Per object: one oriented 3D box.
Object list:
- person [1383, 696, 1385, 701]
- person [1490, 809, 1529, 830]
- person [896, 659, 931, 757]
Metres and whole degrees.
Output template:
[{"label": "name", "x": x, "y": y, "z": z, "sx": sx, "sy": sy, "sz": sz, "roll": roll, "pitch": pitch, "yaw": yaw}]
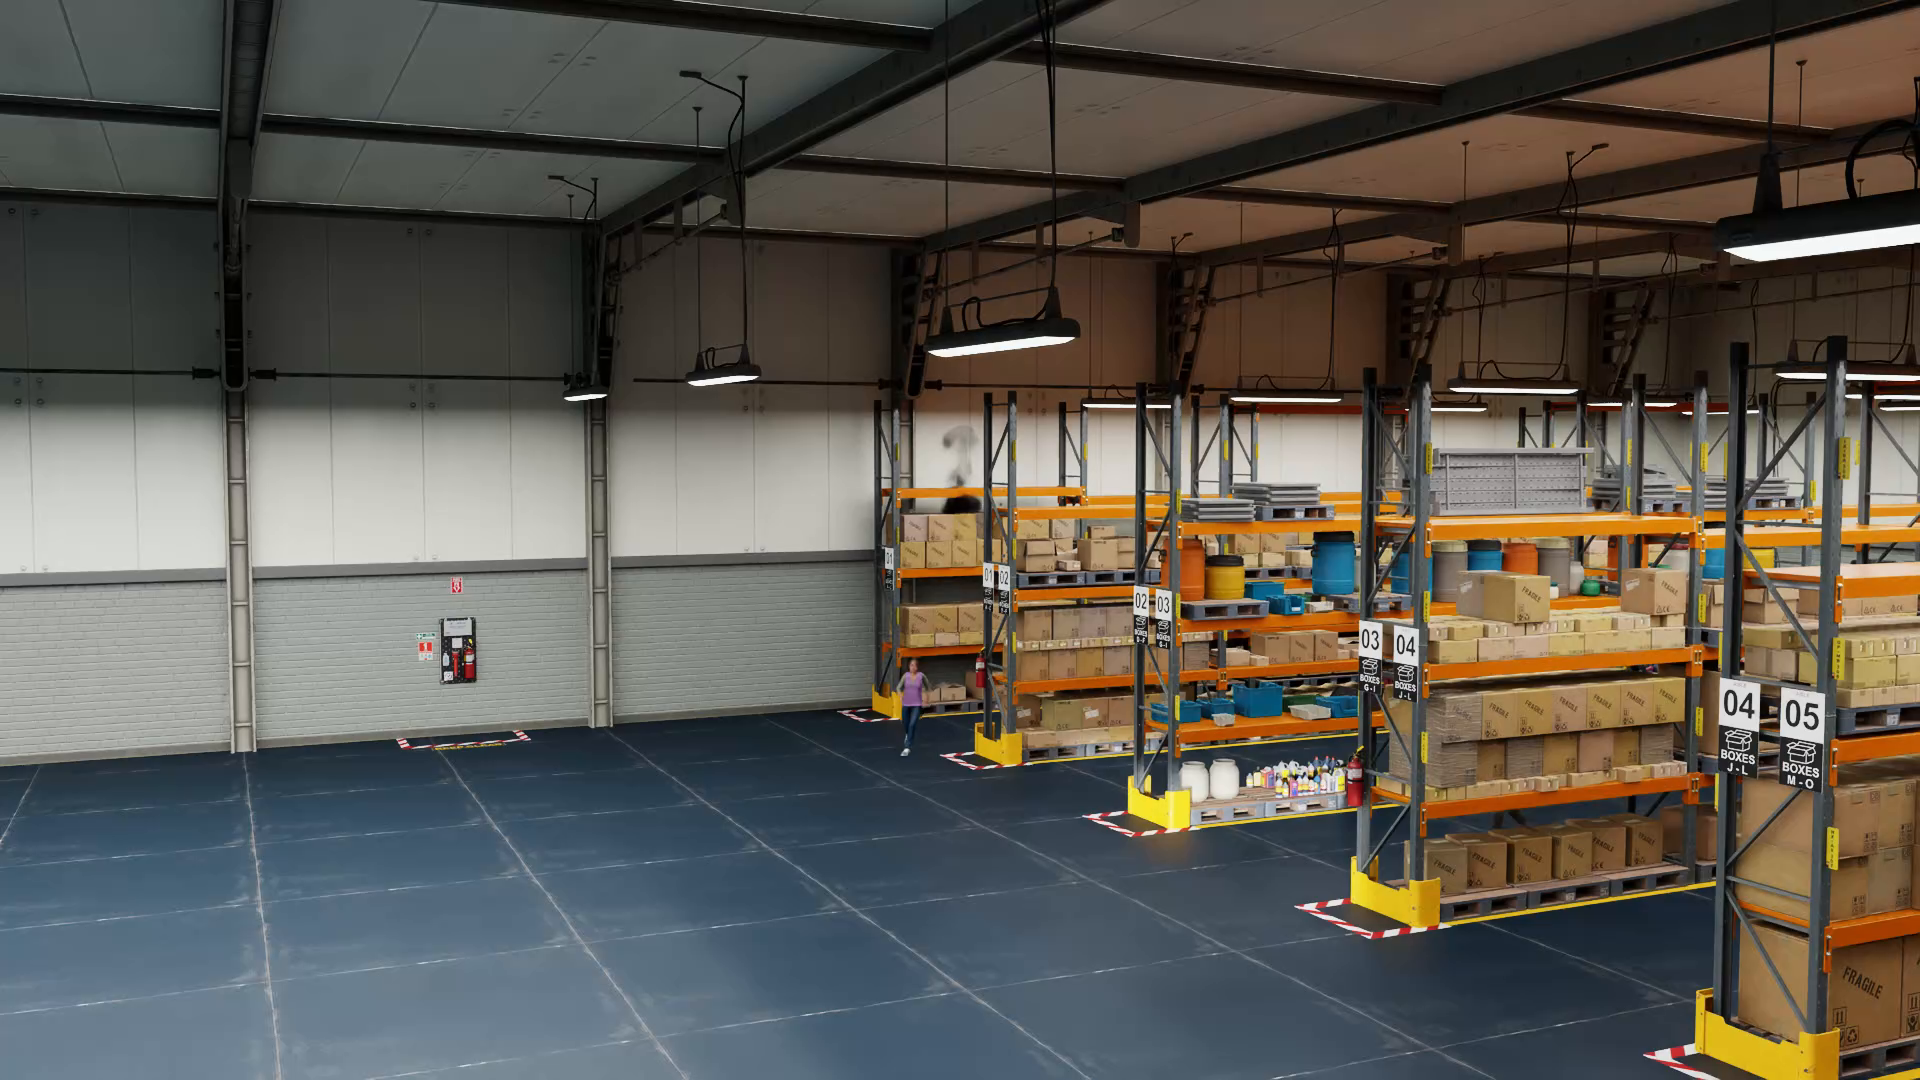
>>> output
[{"label": "person", "x": 7.022, "y": 2.743, "z": 26.527, "sx": 0.635, "sy": 1.747, "sz": 0.720, "roll": -1, "pitch": 3, "yaw": -18}, {"label": "person", "x": 7.082, "y": 3.115, "z": 21.547, "sx": 0.885, "sy": 1.723, "sz": 0.583, "roll": -2, "pitch": 4, "yaw": -31}, {"label": "person", "x": -0.778, "y": 2.761, "z": 27.684, "sx": 0.575, "sy": 1.576, "sz": 0.883, "roll": 0, "pitch": 3, "yaw": 8}]
